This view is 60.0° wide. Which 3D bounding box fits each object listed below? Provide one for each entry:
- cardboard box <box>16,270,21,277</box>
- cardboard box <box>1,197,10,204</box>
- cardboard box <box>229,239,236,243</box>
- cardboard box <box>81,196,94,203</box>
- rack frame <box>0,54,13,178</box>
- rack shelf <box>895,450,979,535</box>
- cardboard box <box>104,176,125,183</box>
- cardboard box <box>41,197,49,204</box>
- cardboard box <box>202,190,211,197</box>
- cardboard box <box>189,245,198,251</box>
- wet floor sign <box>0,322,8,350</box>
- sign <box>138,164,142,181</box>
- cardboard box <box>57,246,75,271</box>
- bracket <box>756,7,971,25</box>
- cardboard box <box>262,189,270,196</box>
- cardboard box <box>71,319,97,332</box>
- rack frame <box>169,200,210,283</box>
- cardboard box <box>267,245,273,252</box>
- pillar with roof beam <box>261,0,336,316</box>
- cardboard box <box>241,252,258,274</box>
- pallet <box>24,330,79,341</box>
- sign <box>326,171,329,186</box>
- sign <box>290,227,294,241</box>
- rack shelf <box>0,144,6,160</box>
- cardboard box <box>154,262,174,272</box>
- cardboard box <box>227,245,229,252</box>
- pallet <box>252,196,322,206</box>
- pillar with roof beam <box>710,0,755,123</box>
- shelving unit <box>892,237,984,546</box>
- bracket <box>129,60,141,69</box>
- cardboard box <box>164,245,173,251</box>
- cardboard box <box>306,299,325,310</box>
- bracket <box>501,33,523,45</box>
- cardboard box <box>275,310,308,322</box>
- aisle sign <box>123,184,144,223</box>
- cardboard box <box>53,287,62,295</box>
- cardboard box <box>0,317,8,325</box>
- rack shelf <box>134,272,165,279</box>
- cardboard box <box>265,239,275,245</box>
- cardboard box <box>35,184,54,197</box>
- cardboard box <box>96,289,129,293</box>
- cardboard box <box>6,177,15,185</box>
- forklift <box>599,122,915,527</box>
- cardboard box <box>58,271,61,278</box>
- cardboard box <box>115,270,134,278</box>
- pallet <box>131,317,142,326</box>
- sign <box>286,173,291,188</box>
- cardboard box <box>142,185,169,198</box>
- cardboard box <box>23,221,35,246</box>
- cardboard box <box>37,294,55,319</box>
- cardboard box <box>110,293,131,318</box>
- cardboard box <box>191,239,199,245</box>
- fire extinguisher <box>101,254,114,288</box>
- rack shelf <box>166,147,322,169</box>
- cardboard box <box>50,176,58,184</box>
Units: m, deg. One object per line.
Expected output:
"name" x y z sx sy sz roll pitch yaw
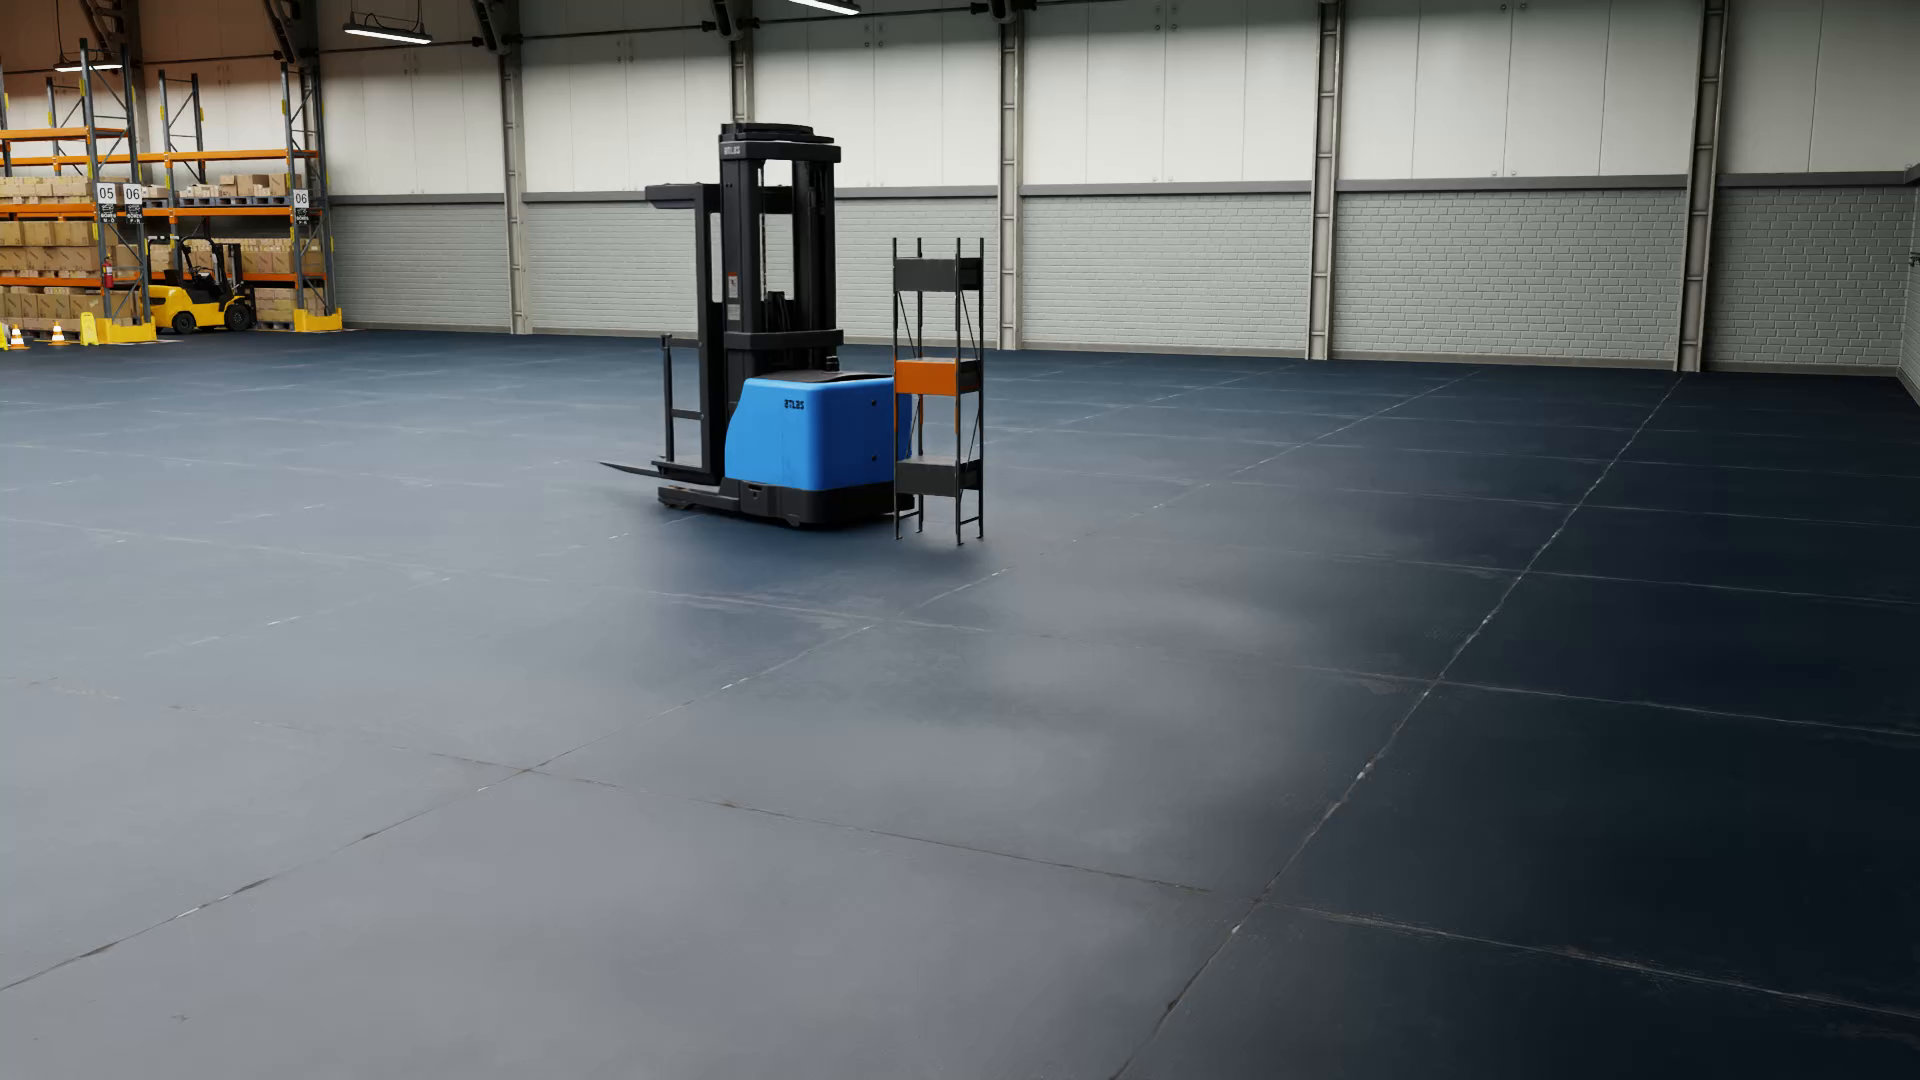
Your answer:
"cardboard box" -19.640 -5.622 35.074 0.250 0.149 0.380 5 11 26
"cardboard box" -19.882 -7.121 34.937 0.250 0.149 0.380 5 12 28
"cardboard box" -16.972 -7.020 39.156 0.250 0.149 0.380 5 11 26
"cardboard box" -17.598 -6.911 33.774 0.250 0.149 0.380 5 11 26
"rack frame" -20.741 -8.842 35.317 0.127 3.000 1.000 5 11 26
"rack shelf" -0.148 -0.344 11.742 0.480 0.518 0.431 5 11 26
"cardboard box" -17.382 -7.380 34.129 0.250 0.149 0.380 5 11 25
"cardboard box" -18.734 -7.016 34.356 0.250 0.149 0.380 5 11 24
"cardboard box" -17.591 -8.147 39.144 0.250 0.149 0.380 5 12 28
"cardboard box" -18.146 -6.964 39.684 0.250 0.149 0.380 5 12 27
"wet floor sign" -18.351 -3.932 31.642 0.232 0.644 0.267 3 11 16
"sign" -16.914 -7.568 34.244 0.005 0.325 0.100 5 11 26
"cardboard box" -18.210 -5.809 34.290 0.500 0.500 0.500 5 11 26
"bracket" -1.884 -10.050 31.887 4.783 0.066 0.076 5 11 26
"cardboard box" -15.838 -7.993 38.293 0.250 0.149 0.380 5 11 24
"cardboard box" -18.019 -4.451 34.442 0.500 0.250 0.500 5 11 26
"rack frame" -18.548 -6.683 40.233 0.127 3.000 1.000 5 11 26
"cardboard box" -15.844 -6.764 38.581 0.250 0.149 0.380 5 12 27
"pillar with roof beam" -17.091 -8.831 35.257 0.548 9.000 9.100 5 11 26
"cardboard box" -16.439 -6.496 38.922 0.500 0.500 0.500 5 11 25
"pallet" -19.025 -4.375 35.309 1.213 0.211 1.003 5 11 26
"sign" -14.710 -8.401 38.627 0.005 0.325 0.100 5 11 26
"sign" -15.214 -6.969 37.895 0.005 0.325 0.100 5 11 26
"rack shelf" -22.535 -8.449 36.288 4.000 0.370 1.077 5 11 26
"cardboard box" -19.116 -6.607 40.235 0.500 0.250 0.500 5 12 27
"cardboard box" -17.001 -6.859 39.105 0.250 0.149 0.380 5 11 25
"pallet" -15.584 -7.860 38.563 1.213 0.211 1.003 5 11 26
"pillar with roof beam" -6.330 -7.885 30.032 0.548 9.000 9.100 5 11 26
"shelving unit" -0.148 -1.046 11.615 0.503 2.100 0.431 5 11 26
"bracket" -20.352 -11.673 40.854 0.430 0.232 0.235 5 11 26
"cardboard box" -18.953 -7.043 40.119 0.250 0.149 0.380 5 12 28
"cardboard box" -15.291 -5.538 39.043 0.500 0.250 0.500 5 12 27
"bracket" -9.591 -10.728 35.629 0.430 0.232 0.235 5 11 26
"cardboard box" -15.522 -5.208 38.625 0.500 0.250 0.500 5 11 26
"aisle sign" -16.961 -6.899 34.125 0.004 0.787 0.394 5 11 26
"cardboard box" -18.571 -5.177 34.524 0.250 0.149 0.380 5 12 27
"cardboard box" -20.331 -4.654 35.564 0.500 0.250 0.500 4 11 23
"rack shelf" -20.342 -6.487 41.168 4.000 0.370 1.077 5 11 26
"cardboard box" -15.857 -6.908 38.538 0.250 0.149 0.380 5 12 27
"cardboard box" -18.650 -7.201 34.256 0.500 0.250 0.500 5 12 27
"cardboard box" -20.992 -5.935 41.588 0.625 0.625 0.875 5 12 28
"cardboard box" -19.655 -7.483 34.699 0.250 0.149 0.380 5 11 24
"forklift" -1.750 -1.736 13.093 3.031 2.935 1.130 10 14 44
"cardboard box" -18.492 -5.530 34.570 0.250 0.149 0.380 5 11 27
"cardboard box" -17.367 -5.511 34.463 0.250 0.149 0.380 5 11 26
"pallet" -20.324 -5.459 41.298 1.213 0.211 1.003 5 11 26
"sign" -15.214 -8.155 37.680 0.005 0.325 0.100 5 11 26
"cardboard box" -19.305 -8.389 40.028 0.500 0.311 0.500 5 11 24
"cardboard box" -19.048 -6.394 34.713 0.500 0.500 0.700 5 11 25
"cardboard box" -18.907 -4.900 34.819 0.500 0.500 0.500 5 11 24
"cardboard box" -17.776 -4.907 34.856 0.500 0.500 0.500 5 11 24
"cardboard box" -18.111 -7.122 39.721 0.250 0.149 0.380 5 11 27
"fire extinguisher" -17.255 -5.454 33.660 0.183 0.674 0.296 5 11 26
"rack shelf" -16.755 -8.927 38.928 4.000 0.370 1.077 5 11 26
"cardboard box" -18.460 -7.391 34.191 0.250 0.149 0.380 5 11 26
